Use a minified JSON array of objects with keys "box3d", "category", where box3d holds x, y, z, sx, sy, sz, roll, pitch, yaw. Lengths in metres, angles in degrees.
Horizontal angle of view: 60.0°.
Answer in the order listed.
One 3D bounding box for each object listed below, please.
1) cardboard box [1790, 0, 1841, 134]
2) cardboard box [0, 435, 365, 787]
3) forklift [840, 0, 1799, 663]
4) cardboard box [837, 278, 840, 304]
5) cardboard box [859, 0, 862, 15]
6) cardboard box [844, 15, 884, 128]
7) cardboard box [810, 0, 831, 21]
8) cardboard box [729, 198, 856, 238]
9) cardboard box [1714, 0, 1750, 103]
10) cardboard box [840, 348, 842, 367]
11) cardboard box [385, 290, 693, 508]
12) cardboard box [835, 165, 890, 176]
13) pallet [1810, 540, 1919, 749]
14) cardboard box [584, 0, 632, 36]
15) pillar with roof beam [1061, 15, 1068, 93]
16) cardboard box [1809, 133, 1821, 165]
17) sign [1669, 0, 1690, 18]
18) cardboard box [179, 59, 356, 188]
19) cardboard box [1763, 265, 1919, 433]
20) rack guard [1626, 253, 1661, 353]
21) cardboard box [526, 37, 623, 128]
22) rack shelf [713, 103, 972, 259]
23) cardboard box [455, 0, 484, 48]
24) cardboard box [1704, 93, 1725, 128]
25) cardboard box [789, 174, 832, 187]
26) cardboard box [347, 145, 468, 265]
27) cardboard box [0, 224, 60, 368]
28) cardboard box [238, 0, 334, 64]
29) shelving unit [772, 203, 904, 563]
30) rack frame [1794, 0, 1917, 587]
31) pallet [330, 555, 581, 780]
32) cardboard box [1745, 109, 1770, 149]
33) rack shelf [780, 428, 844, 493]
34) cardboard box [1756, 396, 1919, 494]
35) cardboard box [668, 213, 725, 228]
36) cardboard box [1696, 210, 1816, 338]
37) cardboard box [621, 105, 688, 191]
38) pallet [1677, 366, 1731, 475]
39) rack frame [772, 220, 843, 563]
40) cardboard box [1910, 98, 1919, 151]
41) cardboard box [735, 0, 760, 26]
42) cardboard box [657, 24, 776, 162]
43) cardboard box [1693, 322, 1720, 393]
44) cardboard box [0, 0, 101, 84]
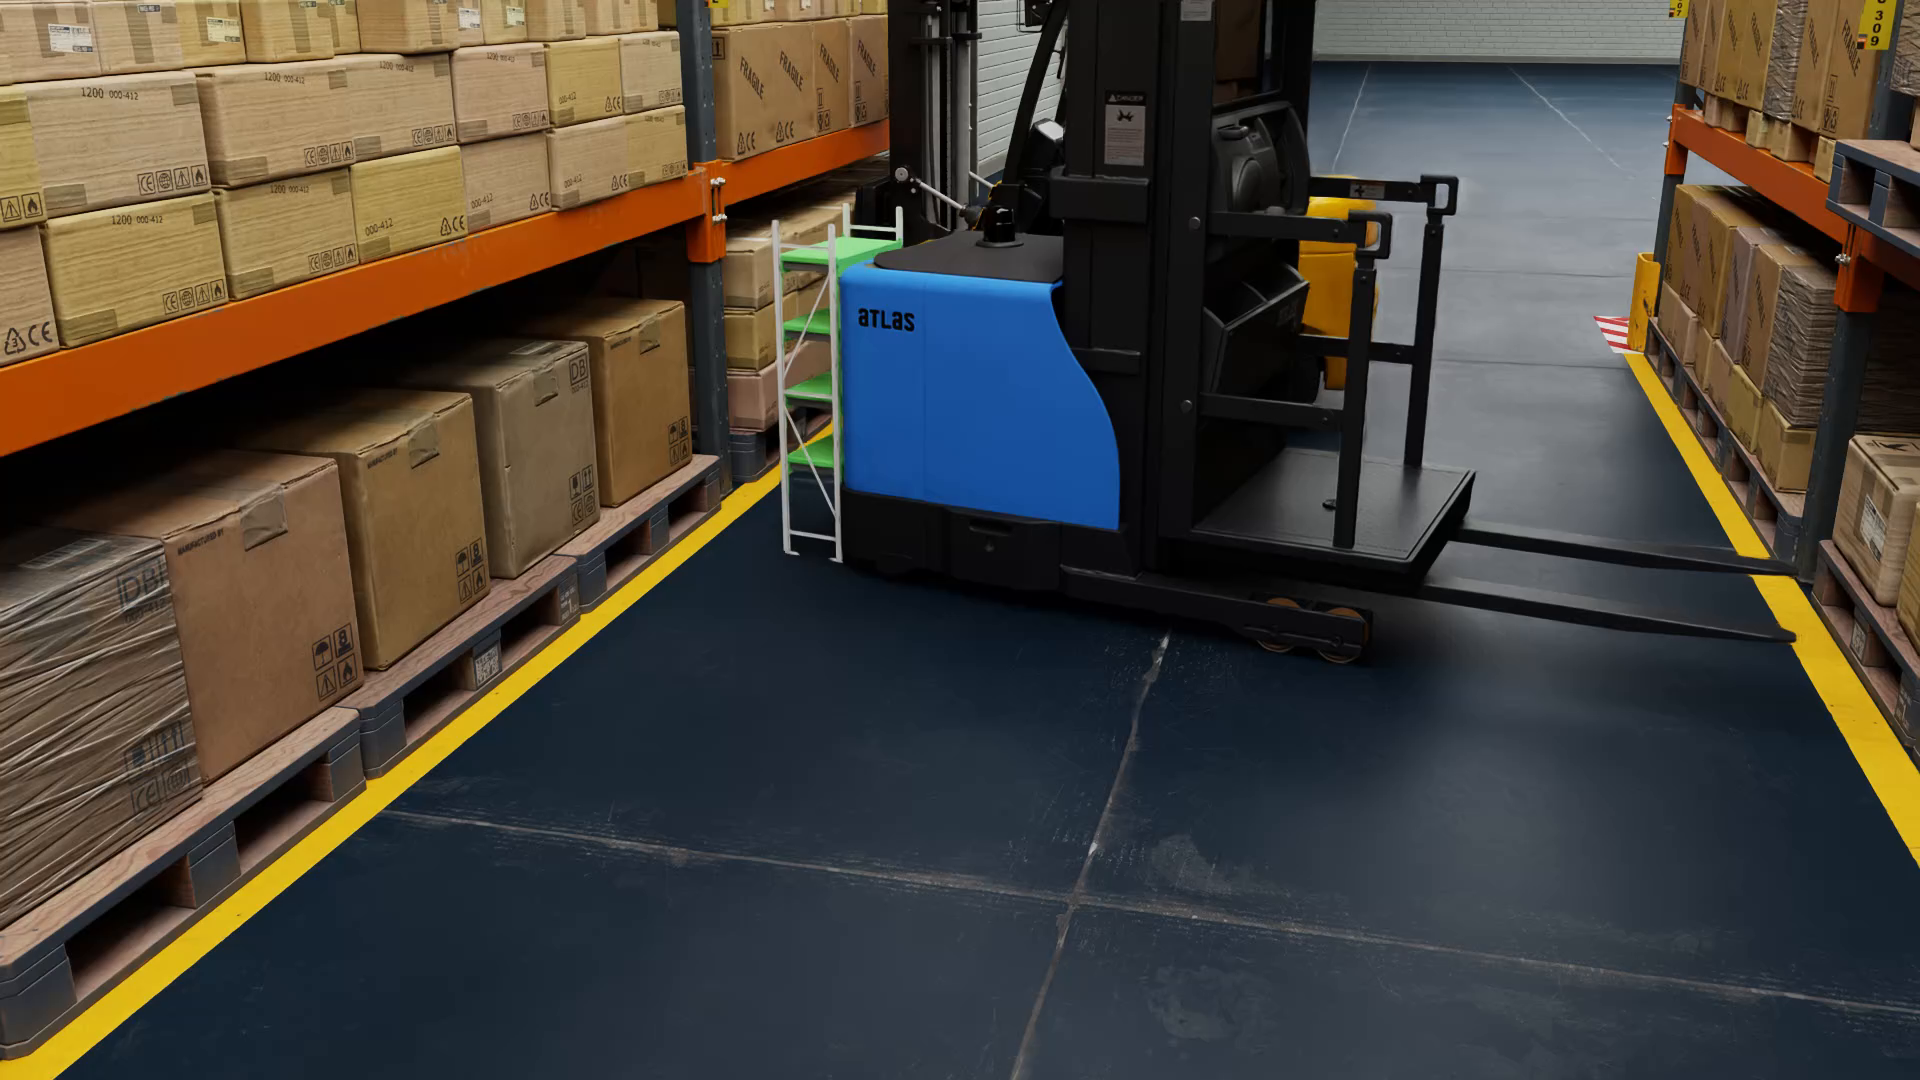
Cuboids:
[{"box3d":[3.379,-1.751,6.059,0.500,0.500,0.500,5,20,15],"category":"cardboard box"},{"box3d":[-2.082,0.146,4.145,0.875,0.625,0.625,5,20,15],"category":"cardboard box"},{"box3d":[1.136,-1.206,5.184,3.031,2.935,1.130,9,21,25],"category":"forklift"},{"box3d":[-0.749,-1.209,7.918,0.500,0.250,0.500,4,19,13],"category":"cardboard box"},{"box3d":[-0.696,-2.635,8.104,0.380,0.149,0.250,5,19,13],"category":"cardboard box"},{"box3d":[-0.683,-2.278,8.063,0.500,0.500,0.500,5,19,14],"category":"cardboard box"},{"box3d":[-0.793,-2.385,7.372,0.380,0.149,0.250,4,19,13],"category":"cardboard box"},{"box3d":[-0.754,-1.447,7.841,0.500,0.250,0.500,5,20,15],"category":"cardboard box"},{"box3d":[3.738,-2.235,7.476,0.500,0.500,0.500,4,19,12],"category":"cardboard box"},{"box3d":[-0.763,-0.979,8.017,0.500,0.250,0.500,5,19,14],"category":"cardboard box"},{"box3d":[-1.539,-0.544,6.163,0.875,0.625,0.625,6,20,16],"category":"cardboard box"},{"box3d":[-0.374,-1.928,9.250,0.500,0.250,0.500,5,19,14],"category":"cardboard box"},{"box3d":[3.203,0.321,4.920,1.003,0.211,1.213,5,19,13],"category":"pallet"},{"box3d":[-1.336,-1.781,5.602,0.380,0.149,0.250,4,19,13],"category":"cardboard box"},{"box3d":[5.618,-9.000,18.615,9.100,9.000,0.400,5,19,13],"category":"pillar with roof beam"},{"box3d":[3.443,-1.480,6.267,0.380,0.149,0.250,4,19,13],"category":"cardboard box"},{"box3d":[3.843,-2.949,8.840,0.100,0.325,0.005,5,19,13],"category":"sign"},{"box3d":[-1.785,-0.984,3.888,0.500,0.250,0.500,4,19,12],"category":"cardboard box"},{"box3d":[3.277,-0.701,6.045,0.500,0.500,0.500,4,19,13],"category":"cardboard box"},{"box3d":[4.351,-1.289,9.189,1.175,0.500,0.348,5,19,13],"category":"rack guard"},{"box3d":[-1.413,-1.463,5.289,0.500,0.250,0.500,4,19,12],"category":"cardboard box"},{"box3d":[-0.933,-1.920,8.280,1.077,0.370,4.000,5,19,13],"category":"rack shelf"},{"box3d":[-1.574,-1.460,4.663,0.380,0.149,0.250,5,19,14],"category":"cardboard box"},{"box3d":[3.788,-2.054,7.950,0.380,0.149,0.250,5,19,14],"category":"cardboard box"},{"box3d":[-0.997,-1.809,8.901,0.500,0.250,0.500,5,19,13],"category":"cardboard box"},{"box3d":[-1.679,-0.910,4.443,0.500,0.250,0.500,5,20,15],"category":"cardboard box"},{"box3d":[-2.054,-0.428,3.033,0.500,0.250,0.500,5,19,14],"category":"cardboard box"},{"box3d":[-1.731,-1.216,3.948,0.380,0.149,0.250,5,20,15],"category":"cardboard box"},{"box3d":[-0.424,-0.577,6.019,0.258,1.200,0.503,9,21,24],"category":"shelving unit"},{"box3d":[3.392,-1.242,5.184,1.000,3.000,0.127,5,19,13],"category":"rack frame"},{"box3d":[-1.860,0.304,4.971,1.003,0.211,1.213,5,19,13],"category":"pallet"},{"box3d":[3.539,-1.728,6.996,0.380,0.149,0.250,5,19,14],"category":"cardboard box"},{"box3d":[-0.424,-0.289,6.118,0.258,0.148,0.480,9,21,24],"category":"rack shelf"},{"box3d":[3.276,-0.347,6.166,0.500,0.250,0.500,6,20,16],"category":"cardboard box"},{"box3d":[-1.380,-1.333,7.508,0.500,0.250,0.500,4,19,13],"category":"cardboard box"},{"box3d":[3.645,-1.189,7.473,0.500,0.500,0.500,5,19,14],"category":"cardboard box"},{"box3d":[-1.291,-1.384,5.830,0.500,0.250,0.500,5,20,15],"category":"cardboard box"},{"box3d":[3.818,-0.520,7.383,1.003,0.211,1.213,5,19,13],"category":"pallet"},{"box3d":[-0.530,-0.506,5.811,0.240,1.200,0.015,9,21,24],"category":"rack frame"},{"box3d":[2.951,-1.174,4.723,0.380,0.149,0.250,5,19,14],"category":"cardboard box"},{"box3d":[-1.027,-2.148,6.677,0.380,0.149,0.250,5,20,15],"category":"cardboard box"},{"box3d":[-1.060,-1.799,6.659,0.500,0.500,0.500,4,19,12],"category":"cardboard box"},{"box3d":[3.651,-0.831,7.585,0.500,0.250,0.500,6,20,17],"category":"cardboard box"},{"box3d":[-1.934,-0.977,3.248,0.380,0.149,0.250,5,20,15],"category":"cardboard box"}]
